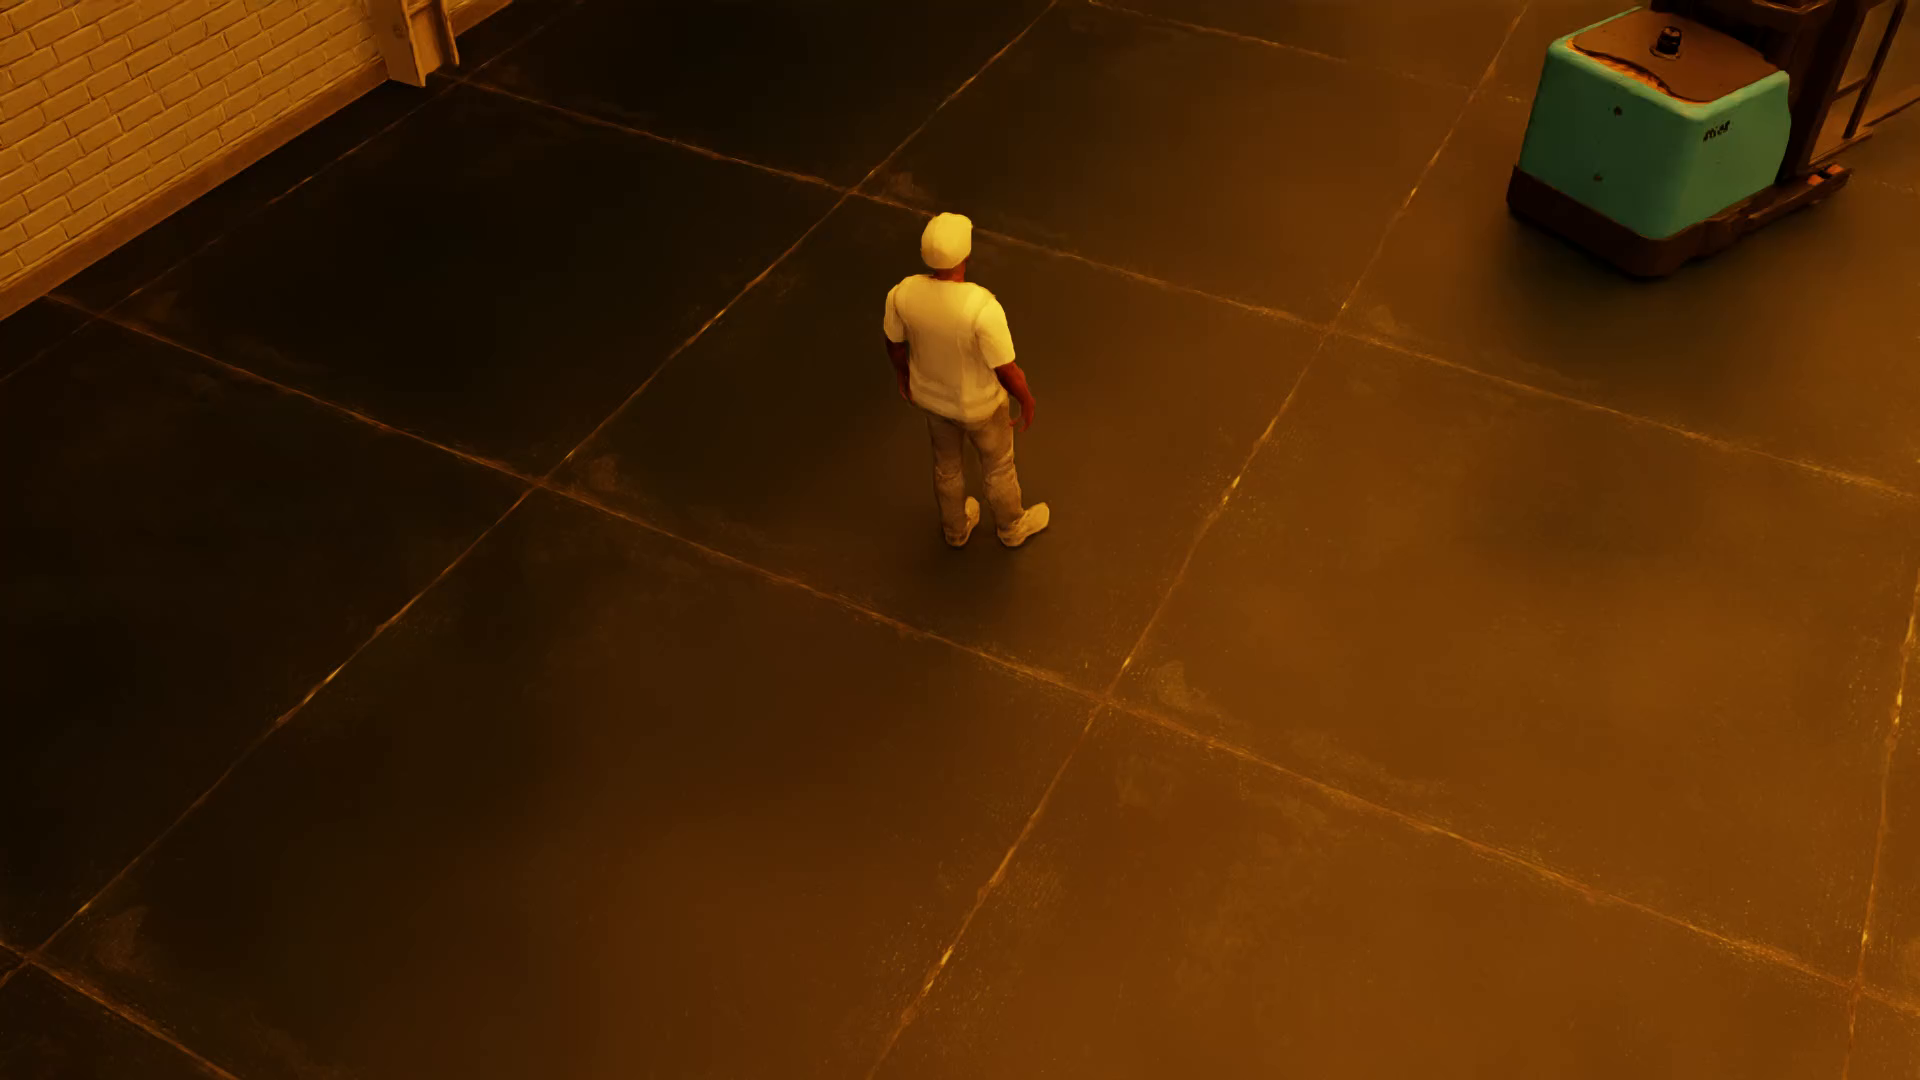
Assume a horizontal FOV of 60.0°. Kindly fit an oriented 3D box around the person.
[{"bbox_3d":[0.037,-0.689,7.224,0.665,1.766,0.576,20,47,20],"label":"person"}]

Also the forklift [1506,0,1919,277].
[{"bbox_3d":[4.718,-3.342,9.201,3.031,2.935,1.130,-26,49,-25],"label":"forklift"}]
